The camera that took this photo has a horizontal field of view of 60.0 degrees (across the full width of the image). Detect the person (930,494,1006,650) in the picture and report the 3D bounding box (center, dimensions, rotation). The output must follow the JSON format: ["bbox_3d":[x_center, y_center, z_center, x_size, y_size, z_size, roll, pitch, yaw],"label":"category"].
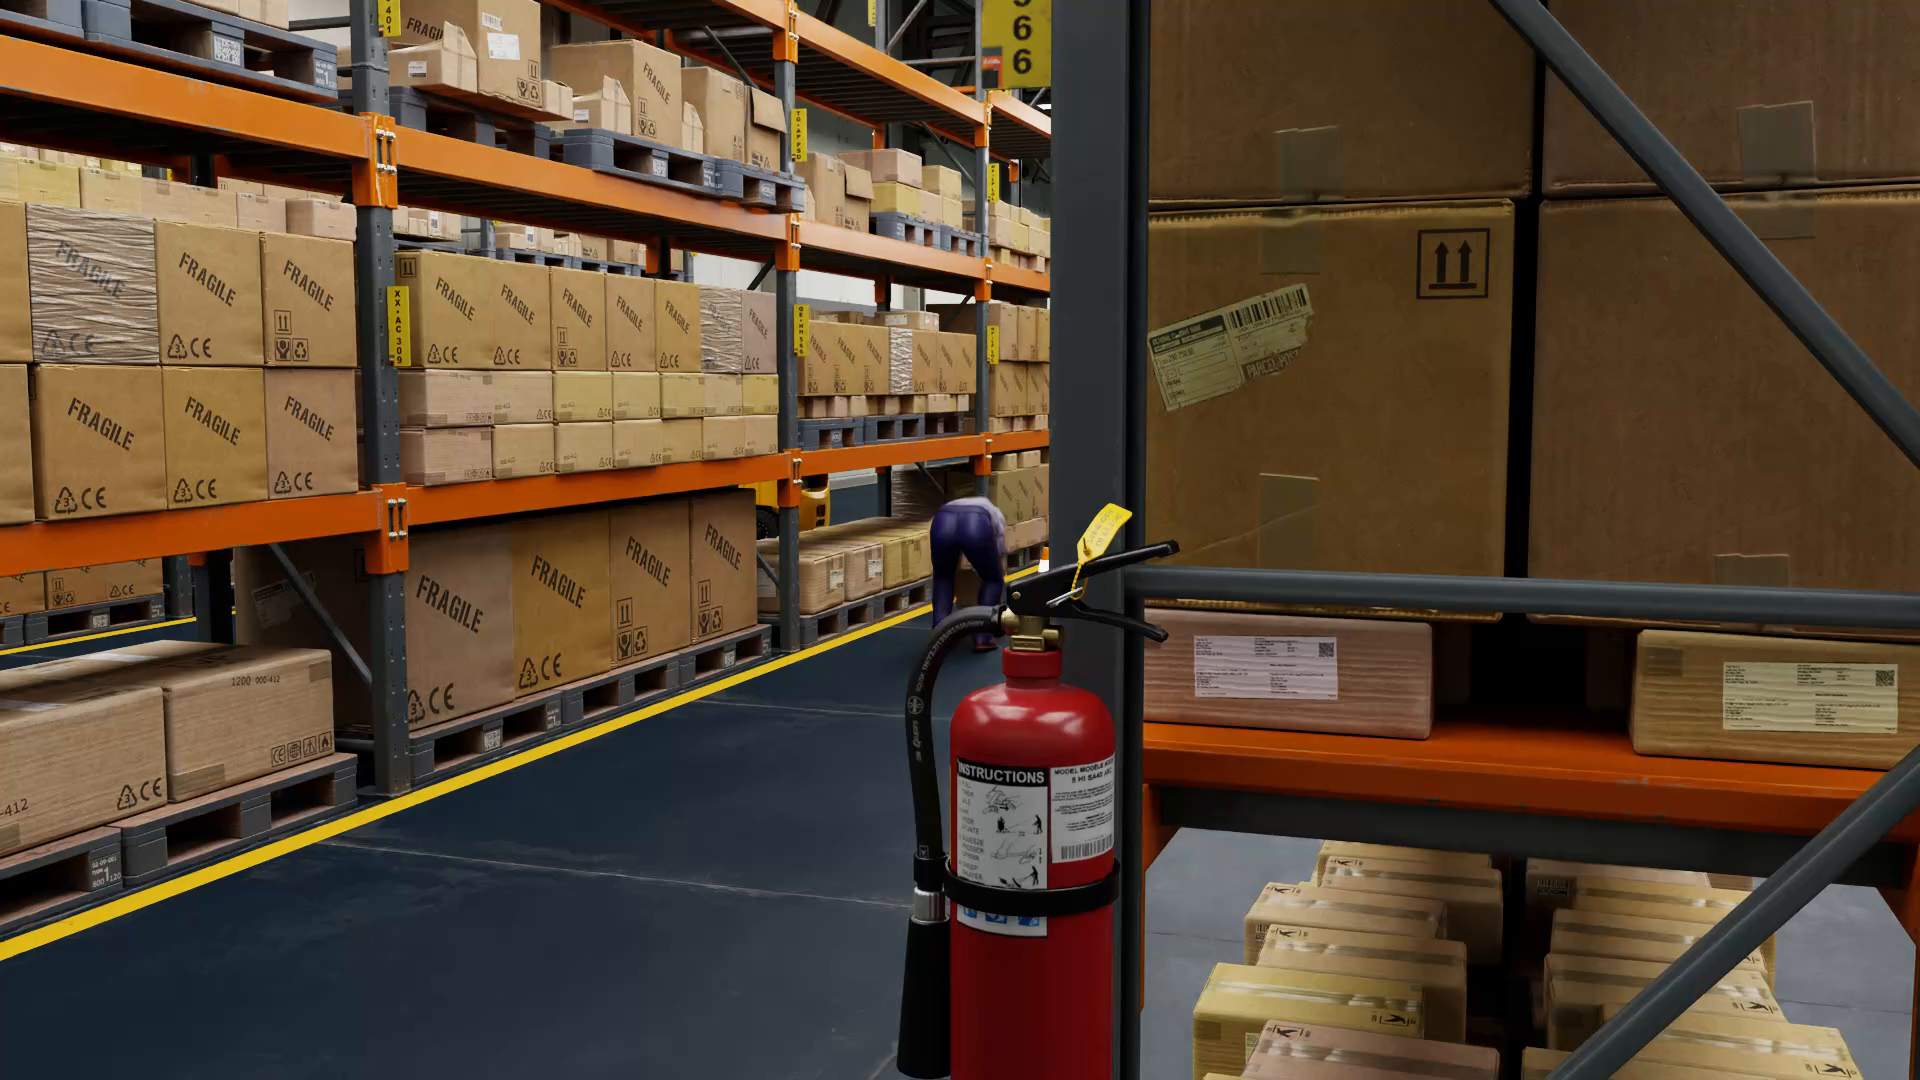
[{"bbox_3d":[0.076,0.211,11.063,0.476,1.003,0.909,1,5,14],"label":"person"}]
